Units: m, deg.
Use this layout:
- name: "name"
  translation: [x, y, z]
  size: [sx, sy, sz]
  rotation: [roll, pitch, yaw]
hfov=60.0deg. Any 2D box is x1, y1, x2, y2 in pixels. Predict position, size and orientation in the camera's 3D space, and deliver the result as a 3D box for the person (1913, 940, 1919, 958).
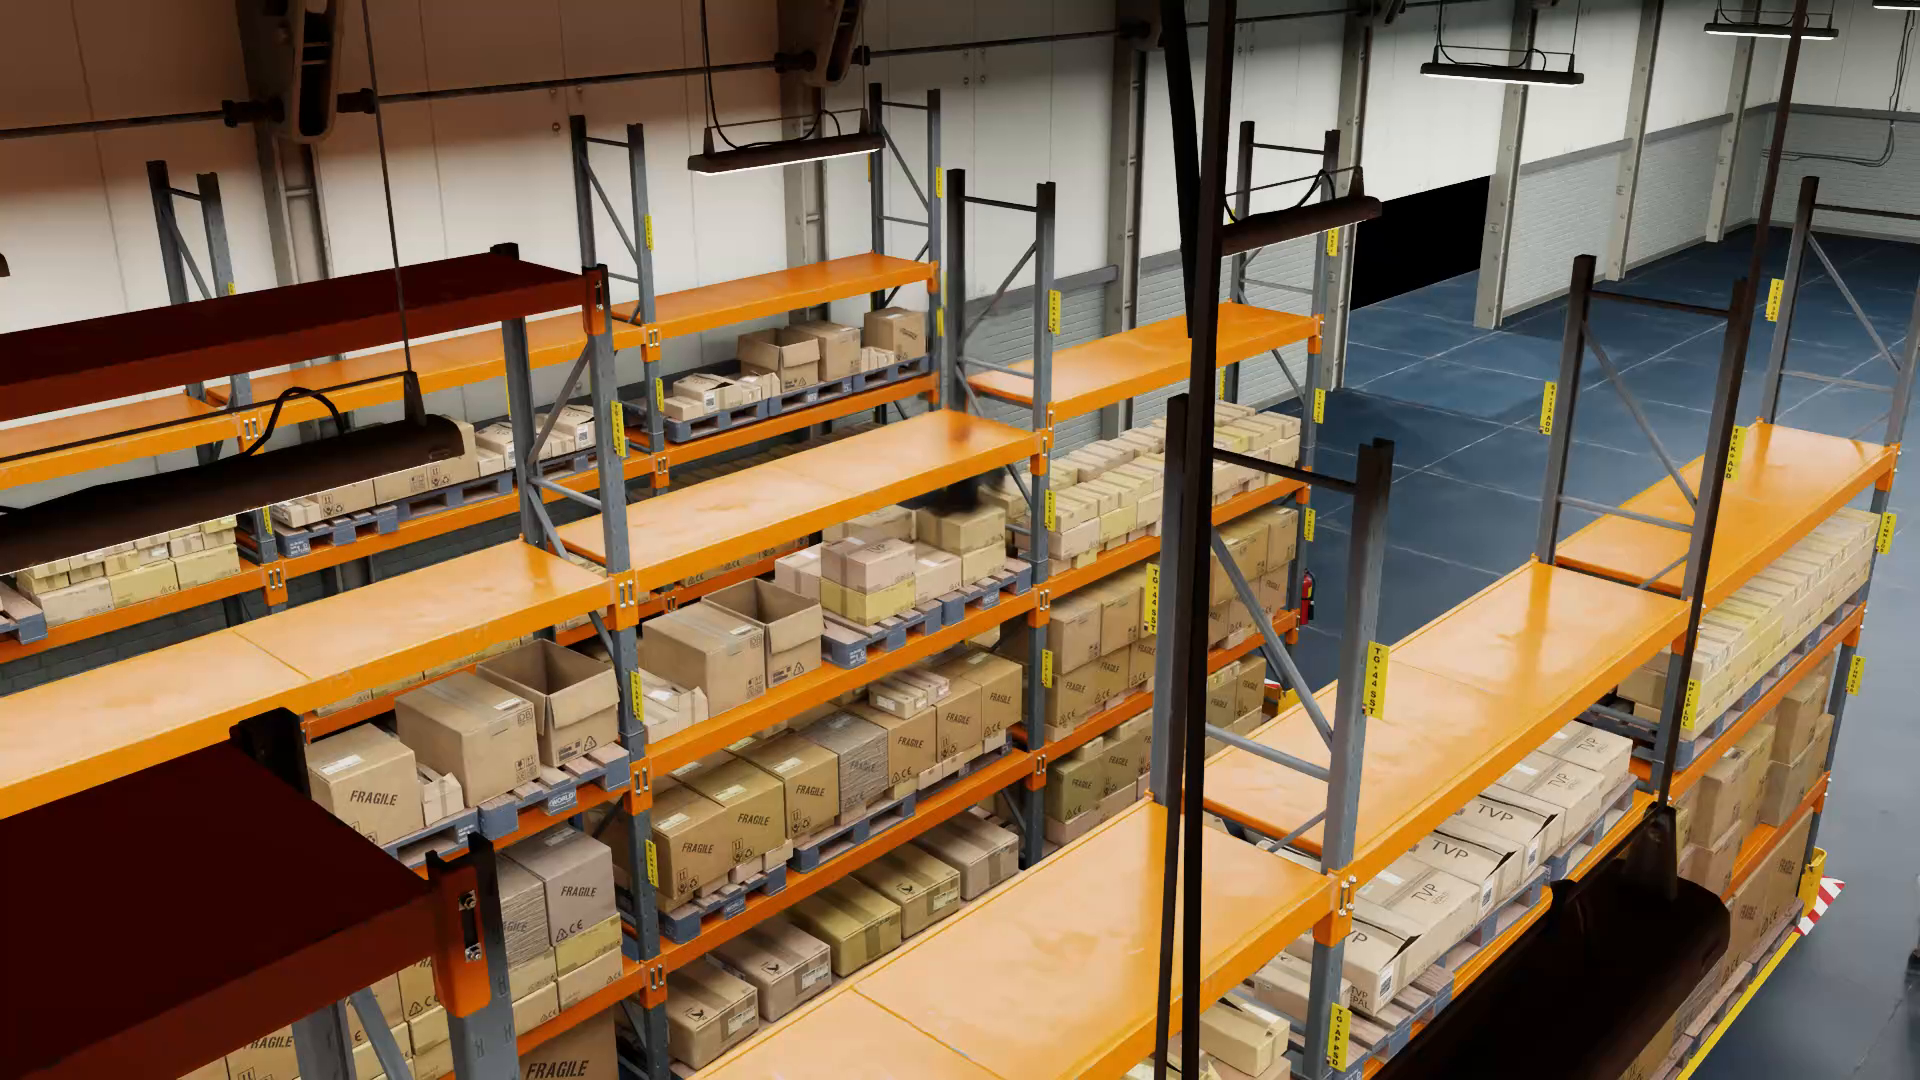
- name: "person"
  translation: [7.615, 2.724, 12.712]
  size: [0.584, 1.701, 1.092]
  rotation: [10, 24, 25]
